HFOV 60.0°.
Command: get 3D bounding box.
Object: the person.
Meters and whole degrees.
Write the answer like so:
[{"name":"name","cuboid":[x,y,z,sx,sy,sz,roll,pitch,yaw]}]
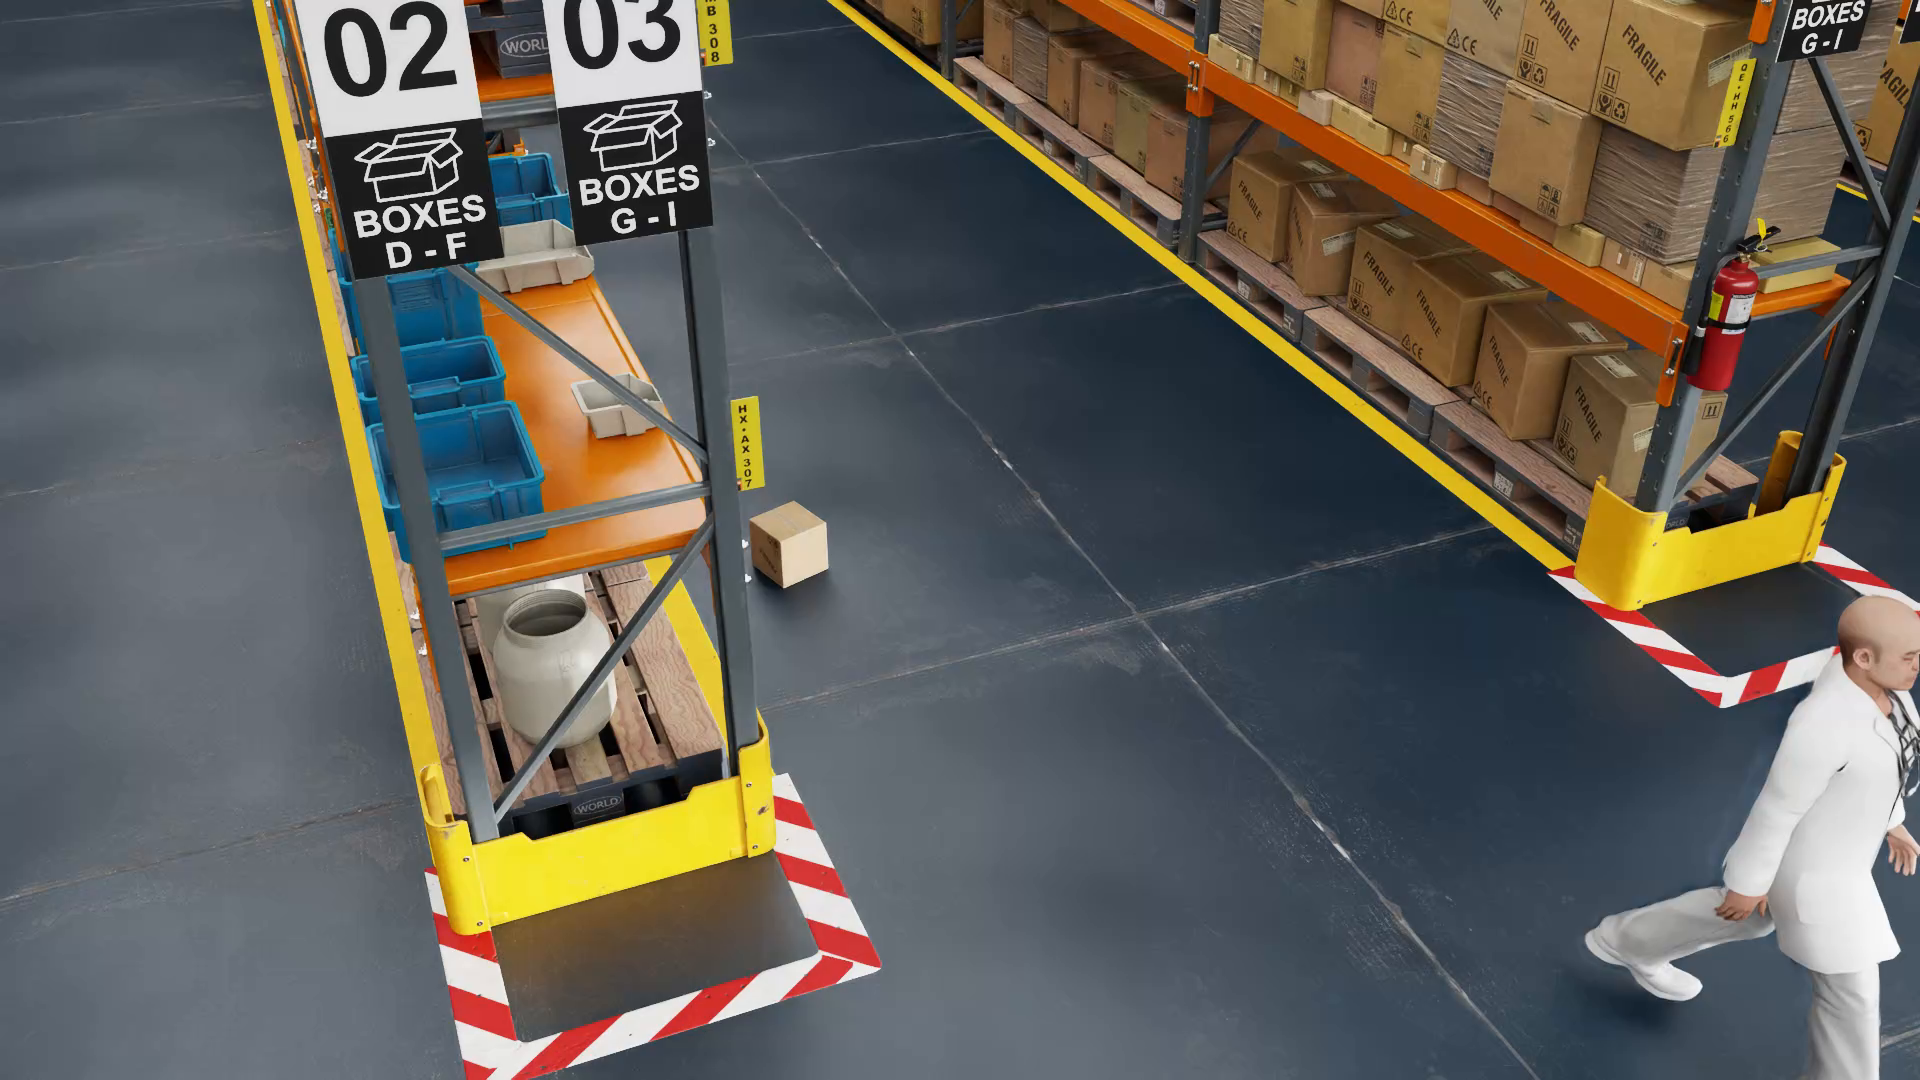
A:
[{"name":"person","cuboid":[2.478,0.901,4.774,1.117,1.737,0.574,22,39,30]}]
